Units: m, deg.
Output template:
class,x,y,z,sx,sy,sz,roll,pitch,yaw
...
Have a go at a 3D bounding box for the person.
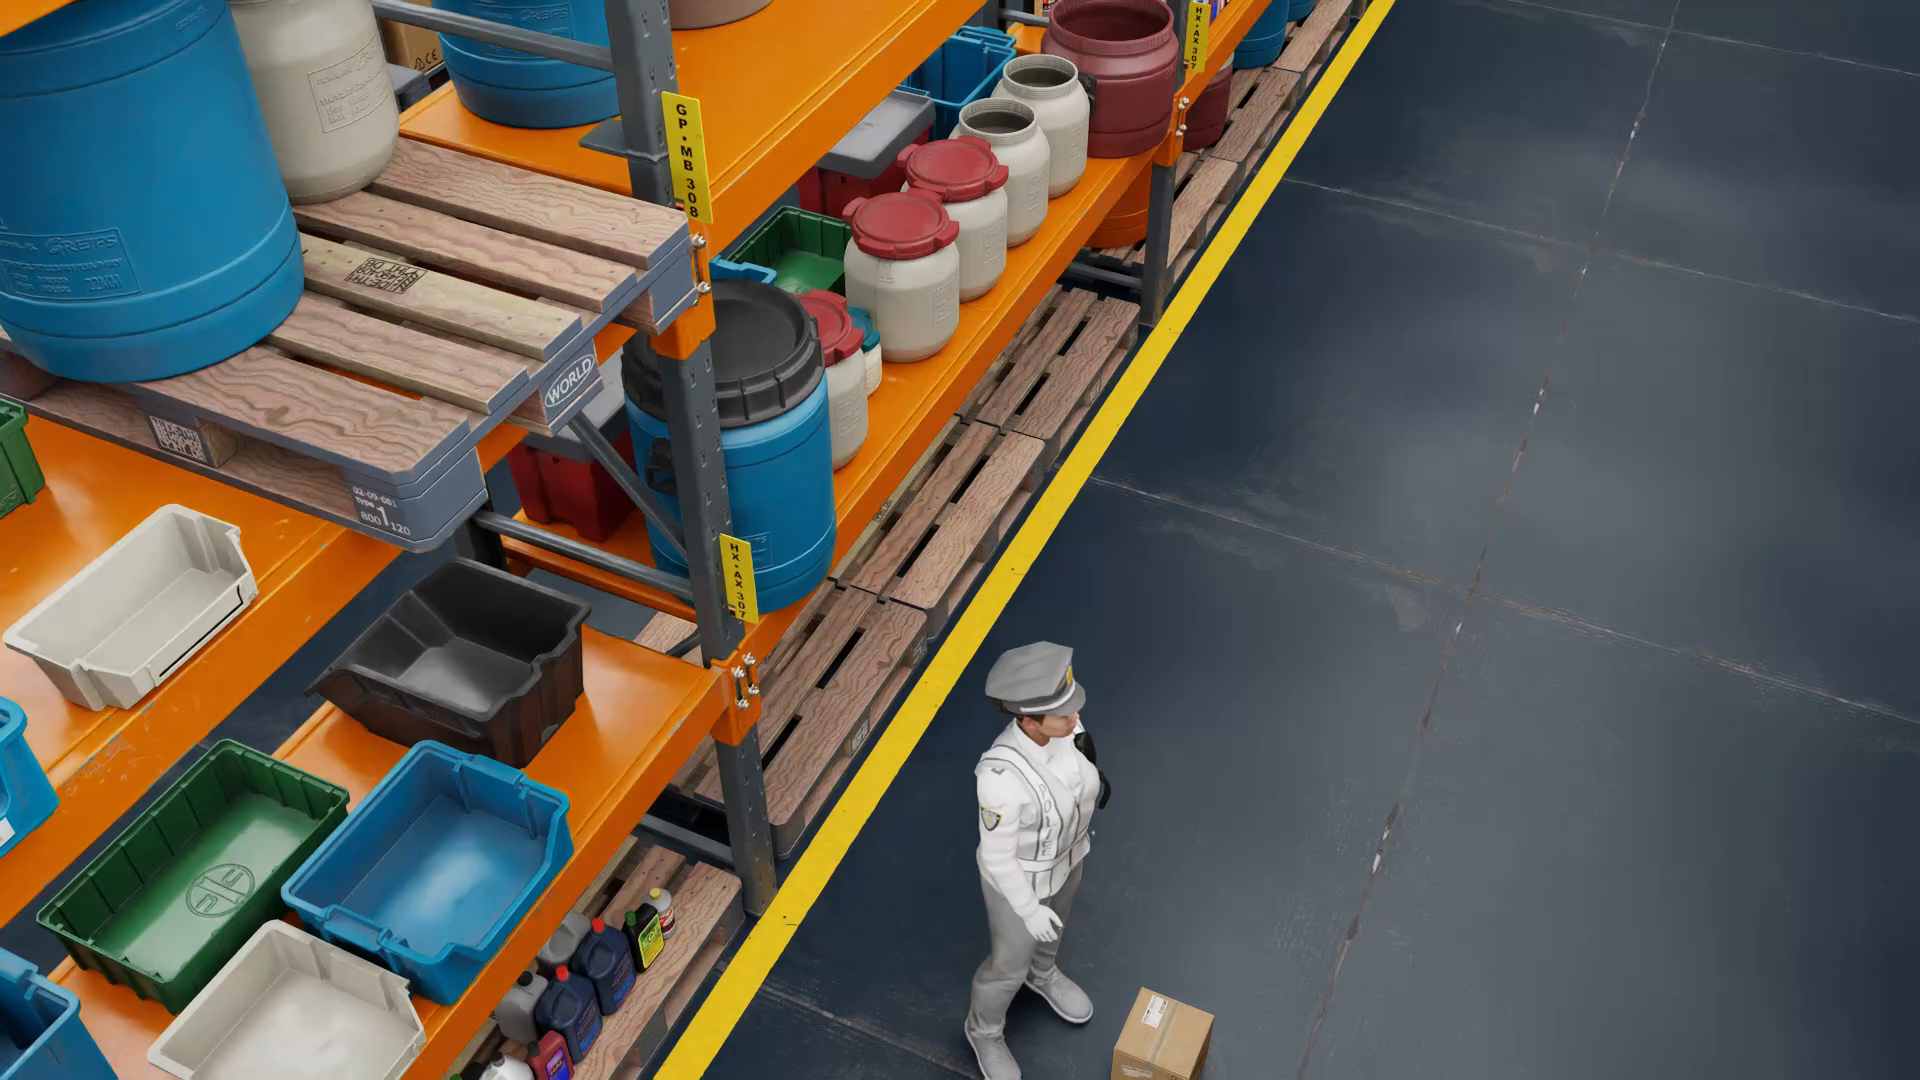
class,x,y,z,sx,sy,sz,roll,pitch,yaw
person,0.229,0.993,5.048,0.361,1.727,0.551,24,47,24
